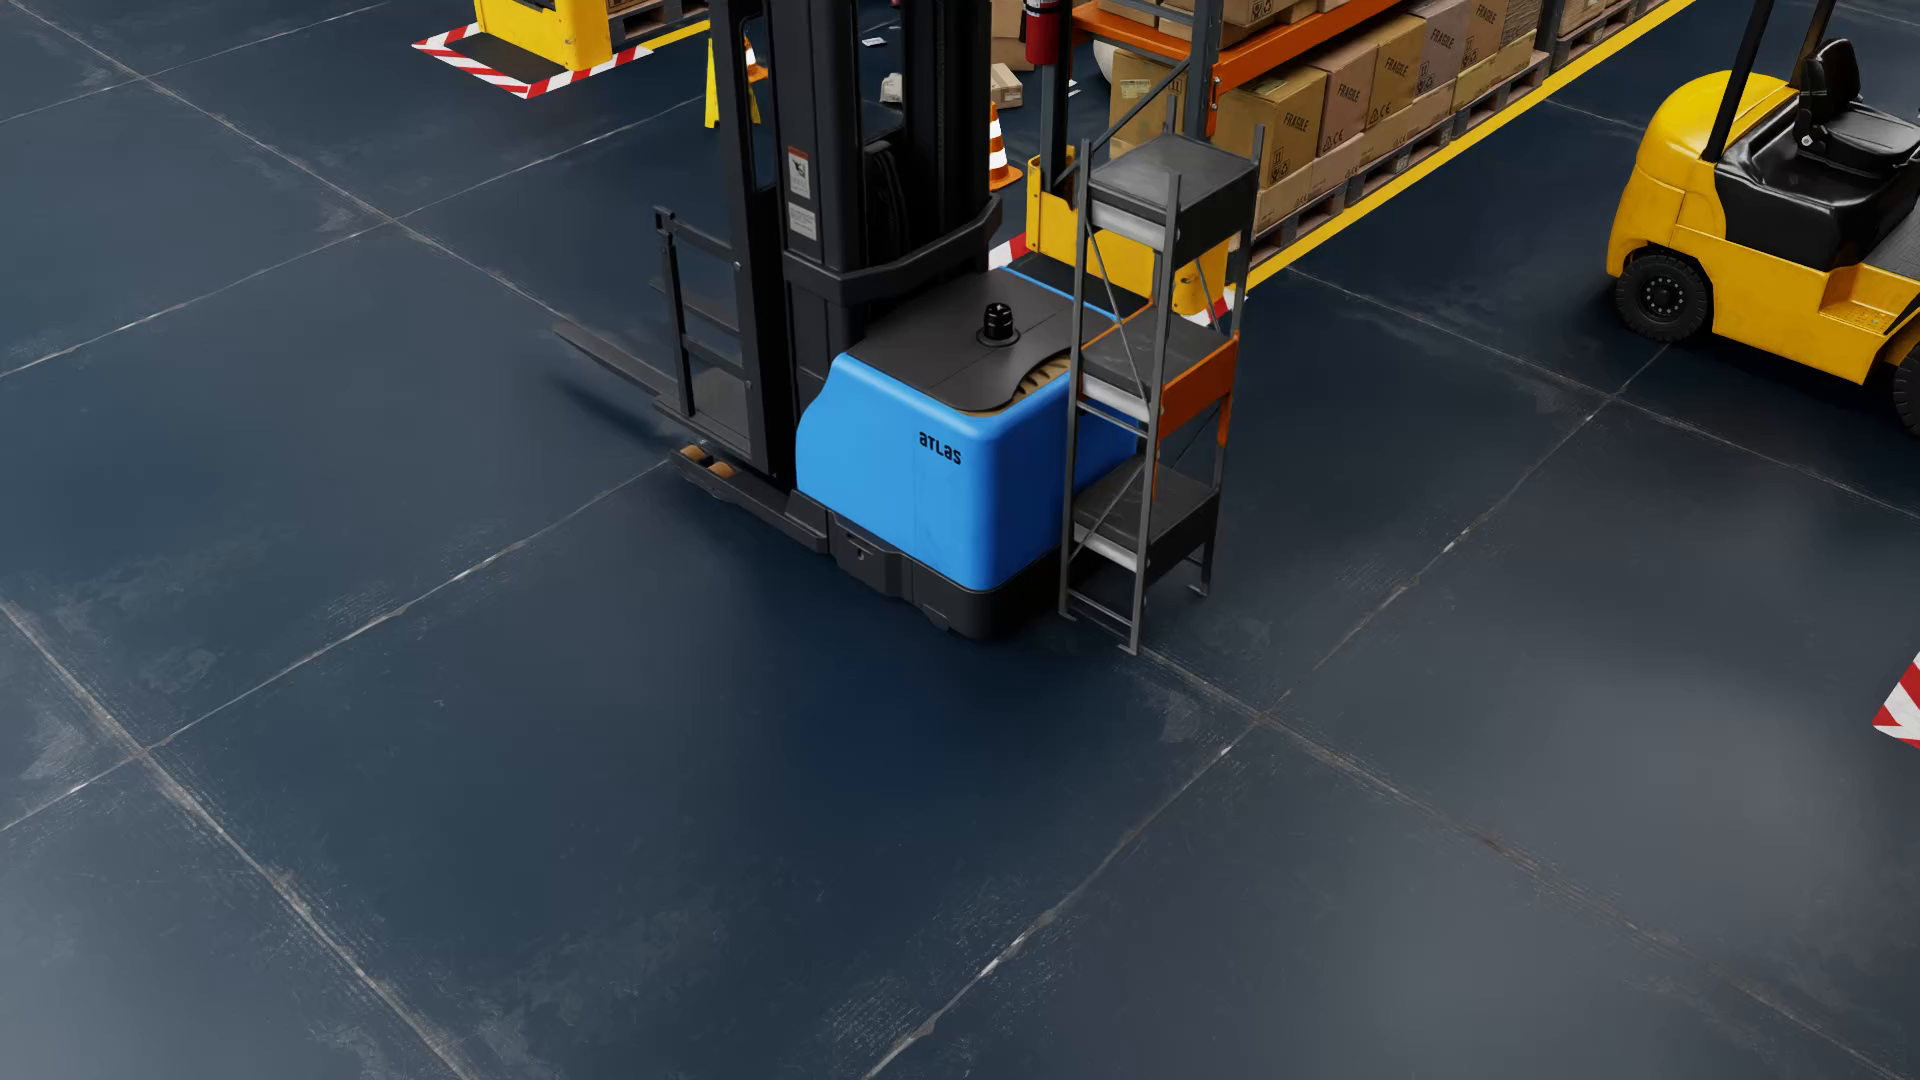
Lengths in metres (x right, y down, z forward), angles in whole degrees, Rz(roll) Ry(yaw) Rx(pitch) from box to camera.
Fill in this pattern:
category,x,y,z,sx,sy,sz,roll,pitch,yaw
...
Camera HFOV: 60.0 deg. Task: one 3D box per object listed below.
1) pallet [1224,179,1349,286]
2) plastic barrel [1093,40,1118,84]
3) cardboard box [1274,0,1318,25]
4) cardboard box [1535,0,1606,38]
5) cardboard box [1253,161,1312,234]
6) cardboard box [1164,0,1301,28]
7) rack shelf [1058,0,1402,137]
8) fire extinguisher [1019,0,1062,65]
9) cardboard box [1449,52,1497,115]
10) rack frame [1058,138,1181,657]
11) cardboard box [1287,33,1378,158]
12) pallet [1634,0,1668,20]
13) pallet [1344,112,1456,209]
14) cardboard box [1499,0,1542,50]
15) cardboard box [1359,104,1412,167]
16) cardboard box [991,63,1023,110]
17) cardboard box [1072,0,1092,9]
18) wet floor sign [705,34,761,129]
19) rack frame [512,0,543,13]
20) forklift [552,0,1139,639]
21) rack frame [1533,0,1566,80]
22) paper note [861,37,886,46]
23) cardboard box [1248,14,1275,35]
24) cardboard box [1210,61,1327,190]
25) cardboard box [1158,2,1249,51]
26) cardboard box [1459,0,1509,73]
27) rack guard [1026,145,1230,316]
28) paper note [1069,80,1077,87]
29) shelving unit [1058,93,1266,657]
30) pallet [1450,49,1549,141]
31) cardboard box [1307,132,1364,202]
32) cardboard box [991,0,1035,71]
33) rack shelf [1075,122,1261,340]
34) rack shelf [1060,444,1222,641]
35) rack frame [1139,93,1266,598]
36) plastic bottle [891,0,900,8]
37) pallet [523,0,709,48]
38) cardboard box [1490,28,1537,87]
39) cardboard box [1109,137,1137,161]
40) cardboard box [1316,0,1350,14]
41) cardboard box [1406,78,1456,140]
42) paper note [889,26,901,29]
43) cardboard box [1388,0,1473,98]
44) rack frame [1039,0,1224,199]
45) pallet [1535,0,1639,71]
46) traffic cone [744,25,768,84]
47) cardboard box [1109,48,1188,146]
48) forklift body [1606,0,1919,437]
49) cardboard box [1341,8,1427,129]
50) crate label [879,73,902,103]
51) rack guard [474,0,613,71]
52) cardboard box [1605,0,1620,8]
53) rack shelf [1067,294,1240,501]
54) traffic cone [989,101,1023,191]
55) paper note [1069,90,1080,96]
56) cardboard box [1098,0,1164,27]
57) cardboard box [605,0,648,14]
category,x,y,z,sx,sy,sz,roll,pitch,yaw
pallet,1.463,-1.927,9.503,1.003,0.211,1.213,30,47,32
plastic barrel,1.114,-3.201,10.936,0.421,0.421,0.512,-5,39,-6
cardboard box,1.618,-2.805,8.570,0.380,0.149,0.250,28,46,31
cardboard box,3.888,-3.840,11.443,0.950,0.372,0.625,30,47,32
cardboard box,1.586,-1.967,9.186,0.500,0.250,0.500,29,47,32
cardboard box,1.362,-2.882,8.144,0.500,0.500,0.500,29,47,31
rack shelf,2.187,-3.262,9.520,1.077,0.370,4.000,30,47,32
fire extinguisher,0.420,-2.735,8.342,0.296,0.674,0.183,30,47,32
cardboard box,2.984,-2.917,10.381,0.500,0.250,0.500,28,46,31
rack frame,0.560,-0.439,6.115,0.400,2.100,0.015,29,47,31
cardboard box,1.951,-2.514,9.271,0.500,0.500,0.500,28,46,30
pallet,4.883,-4.292,12.479,1.003,0.211,1.213,30,47,32
pallet,2.286,-2.485,10.205,1.003,0.211,1.213,30,47,32
cardboard box,3.335,-3.460,10.460,0.500,0.500,0.500,29,47,31
cardboard box,2.295,-2.455,9.799,0.500,0.250,0.500,-31,48,-33
cardboard box,0.230,-2.959,10.852,0.250,0.149,0.380,-11,40,-14
cardboard box,0.779,-4.004,11.772,0.797,0.637,0.503,30,47,32
wet floor sign,-1.442,-2.891,10.367,0.267,0.644,0.232,22,43,25
rack frame,-2.884,-4.657,10.696,1.000,3.000,0.127,30,47,32
forklift,-0.676,-1.545,6.838,3.031,2.935,1.130,30,47,32
rack frame,3.536,-4.462,10.452,1.000,3.000,0.127,30,47,32
paper note,-0.601,-3.482,11.606,0.142,0.017,0.144,-18,42,-21
cardboard box,1.379,-2.718,8.459,0.380,0.149,0.250,30,48,32
cardboard box,1.602,-2.272,8.967,0.500,0.500,0.500,28,46,31
cardboard box,1.220,-2.596,8.306,0.380,0.149,0.250,30,47,32
cardboard box,2.993,-3.225,10.165,0.500,0.500,0.500,31,48,33
rack guard,0.889,-1.681,8.963,1.175,0.500,0.348,30,47,32
paper note,0.690,-3.056,11.077,0.142,0.019,0.148,-18,42,-21
shelving unit,0.722,-0.553,6.258,0.431,2.100,0.503,29,47,31
pallet,3.109,-3.048,10.913,1.003,0.211,1.213,30,47,32
cardboard box,1.936,-2.199,9.477,0.500,0.250,0.500,31,48,33
cardboard box,0.154,-3.518,11.270,0.797,0.503,0.637,2,39,2
rack shelf,0.722,-1.090,5.831,0.431,0.518,0.480,29,47,31
rack shelf,0.722,0.006,6.702,0.431,0.518,0.480,29,47,31
rack frame,0.884,-0.667,6.401,0.400,2.100,0.015,29,47,31
plastic bottle,-0.350,-3.920,12.130,0.283,0.061,0.133,14,41,17
pallet,-2.403,-3.966,12.068,1.003,0.211,1.213,30,47,32
cardboard box,3.336,-3.166,10.693,0.500,0.250,0.500,-32,48,-34
cardboard box,1.201,-2.208,9.489,0.500,0.250,0.500,29,47,32
cardboard box,1.823,-2.903,8.692,0.380,0.149,0.250,30,48,32
cardboard box,2.637,-2.686,10.089,0.500,0.250,0.500,30,48,32
paper note,-0.446,-3.652,11.835,0.123,0.001,0.032,-11,40,-14
cardboard box,2.650,-2.990,9.870,0.500,0.500,0.500,-31,48,-33
rack frame,0.838,-2.625,8.141,1.000,3.000,0.127,30,47,32
pallet,4.060,-3.729,11.770,1.003,0.211,1.213,30,47,32
traffic cone,-1.478,-3.312,11.043,0.336,0.463,0.334,30,47,32
cardboard box,1.186,-2.484,9.233,0.500,0.500,0.500,30,47,32
forklift body,4.437,-1.847,7.845,2.313,2.155,1.214,30,47,32
cardboard box,2.296,-2.741,9.556,0.500,0.500,0.500,31,48,33
crate label,-0.389,-2.941,10.838,0.250,0.136,0.298,8,39,10
rack guard,-2.901,-3.667,11.460,1.175,0.500,0.348,30,47,32
cardboard box,4.371,-4.172,11.861,0.625,0.372,0.950,-31,48,-33
rack shelf,0.722,-0.542,6.267,0.431,0.518,0.480,29,47,31
traffic cone,0.176,-2.371,9.860,0.336,0.463,0.334,30,47,32
paper note,0.744,-2.941,10.941,0.032,0.001,0.123,30,47,32
cardboard box,0.932,-2.788,8.548,0.380,0.149,0.250,31,48,33
cardboard box,-2.476,-4.329,11.654,0.875,0.875,0.875,30,47,32
